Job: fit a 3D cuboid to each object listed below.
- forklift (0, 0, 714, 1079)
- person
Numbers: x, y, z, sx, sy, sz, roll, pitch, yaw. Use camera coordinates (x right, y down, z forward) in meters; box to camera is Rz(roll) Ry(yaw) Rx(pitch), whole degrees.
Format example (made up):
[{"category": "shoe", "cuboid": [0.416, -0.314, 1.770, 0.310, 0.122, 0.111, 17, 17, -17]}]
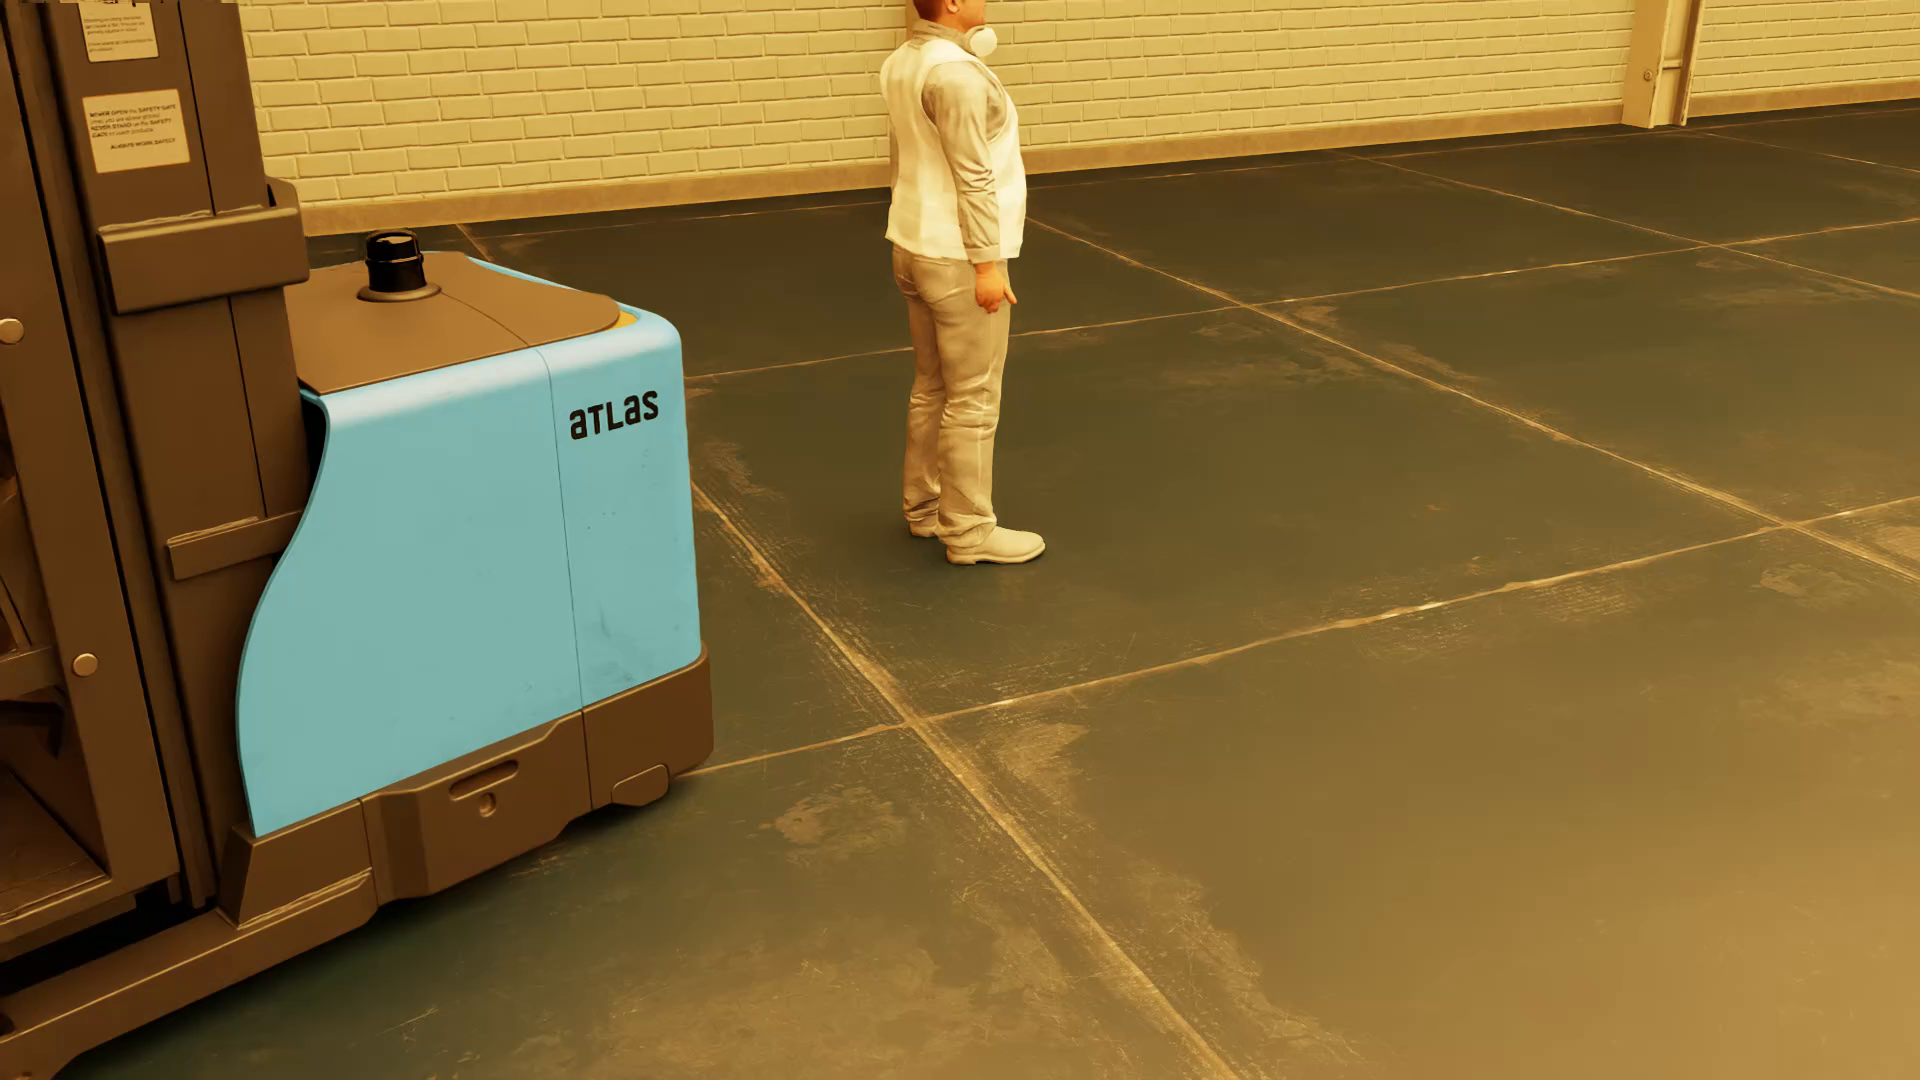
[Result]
[{"category": "forklift", "cuboid": [-1.952, -0.541, 2.589, 1.130, 2.935, 3.031, 21, 30, 40]}, {"category": "person", "cuboid": [-0.005, -0.821, 4.775, 0.372, 1.775, 0.525, -10, 25, -23]}]
